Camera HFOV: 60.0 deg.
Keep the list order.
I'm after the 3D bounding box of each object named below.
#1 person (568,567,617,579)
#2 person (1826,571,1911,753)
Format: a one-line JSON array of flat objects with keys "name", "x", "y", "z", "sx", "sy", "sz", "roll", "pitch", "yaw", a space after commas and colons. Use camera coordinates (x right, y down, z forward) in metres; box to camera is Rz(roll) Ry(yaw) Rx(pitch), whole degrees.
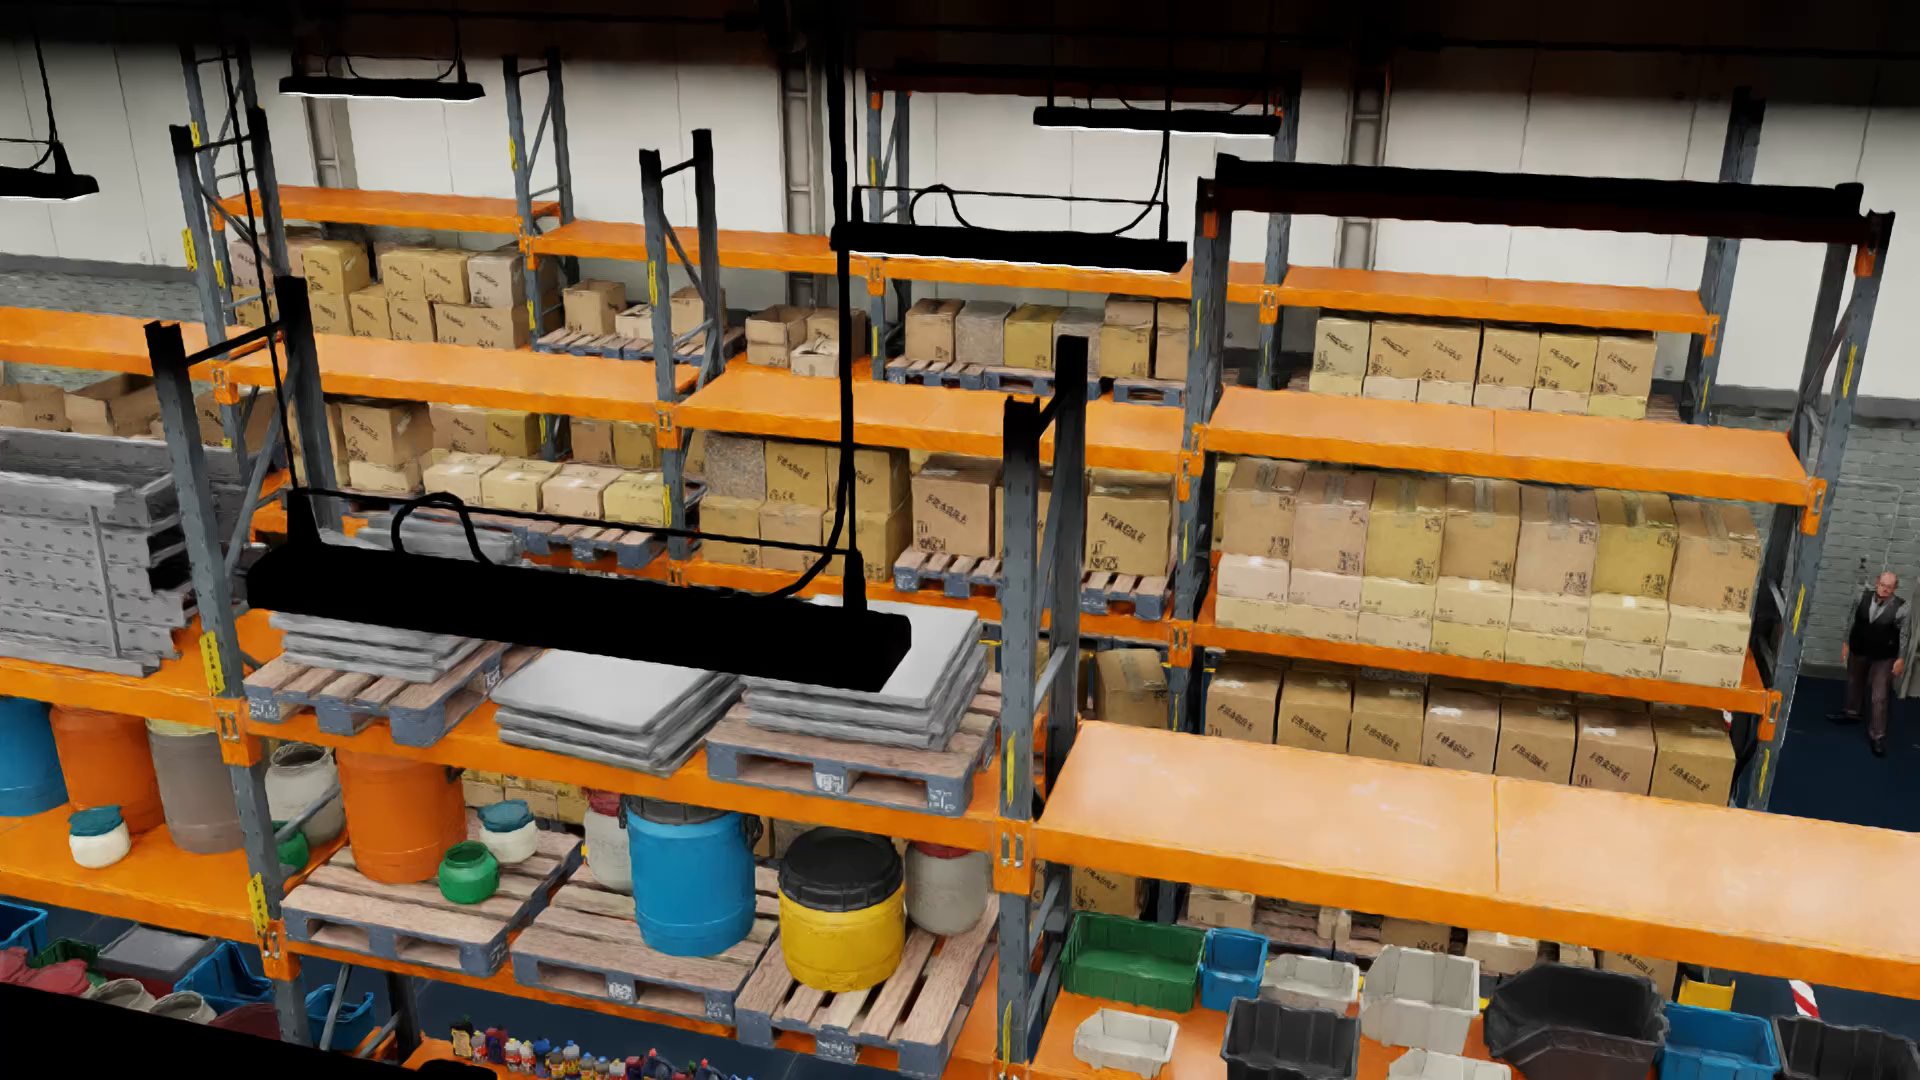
[{"name": "person", "x": -3.796, "y": 0.574, "z": 17.217, "sx": 0.517, "sy": 1.675, "sz": 0.414, "roll": -5, "pitch": 23, "yaw": -11}, {"name": "person", "x": 8.713, "y": 1.091, "z": 15.890, "sx": 0.547, "sy": 1.709, "sz": 0.646, "roll": -16, "pitch": 27, "yaw": -33}]
